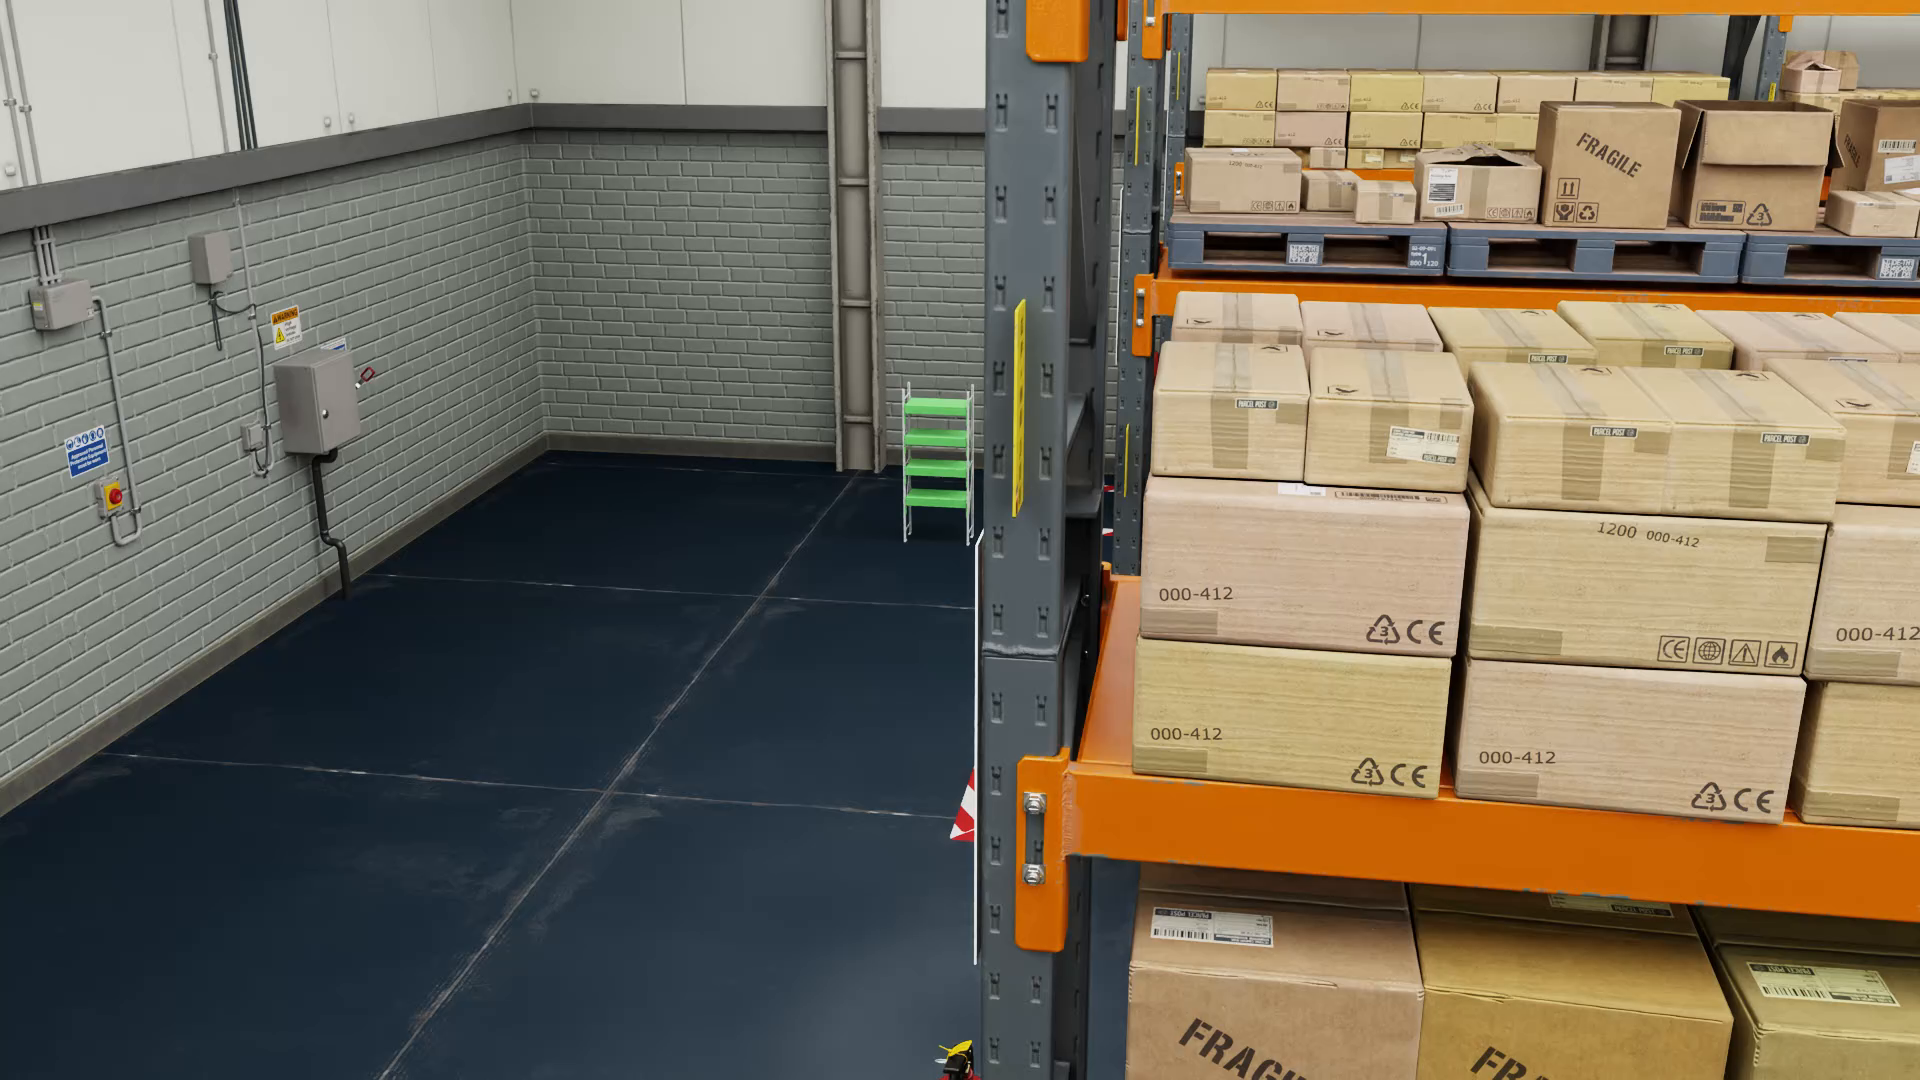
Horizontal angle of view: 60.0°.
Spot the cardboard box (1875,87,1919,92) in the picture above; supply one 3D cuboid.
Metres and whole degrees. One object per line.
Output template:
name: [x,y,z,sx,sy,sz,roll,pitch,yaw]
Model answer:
cardboard box: [6.673,-3.127,11.802,0.250,0.149,0.380,3,19,10]

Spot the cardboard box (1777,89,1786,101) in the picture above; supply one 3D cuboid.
cardboard box: [5.911,-3.159,11.897,0.250,0.149,0.380,3,19,8]

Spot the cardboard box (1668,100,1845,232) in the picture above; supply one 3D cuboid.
cardboard box: [3.476,-1.667,7.349,0.637,0.503,0.797,4,19,13]

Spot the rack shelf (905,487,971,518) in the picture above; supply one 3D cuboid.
rack shelf: [-0.163,-0.289,12.734,0.480,0.148,0.258,3,19,9]

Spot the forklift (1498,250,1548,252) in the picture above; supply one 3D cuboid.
forklift: [3.459,-0.758,10.448,3.031,2.935,1.130,2,19,7]

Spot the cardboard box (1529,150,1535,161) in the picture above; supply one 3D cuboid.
cardboard box: [4.188,-2.741,11.938,0.250,0.149,0.380,4,19,11]

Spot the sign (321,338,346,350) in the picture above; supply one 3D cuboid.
sign: [-4.357,-1.140,11.632,0.001,0.494,0.329,3,19,9]

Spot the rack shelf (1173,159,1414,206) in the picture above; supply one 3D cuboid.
rack shelf: [3.622,-2.628,12.338,4.000,0.370,1.077,3,19,9]

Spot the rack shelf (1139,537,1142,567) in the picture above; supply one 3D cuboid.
rack shelf: [2.838,0.349,8.166,4.000,0.370,1.077,3,19,9]

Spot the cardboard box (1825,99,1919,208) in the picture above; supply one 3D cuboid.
cardboard box: [4.265,-1.703,7.462,0.500,0.500,0.500,3,19,10]

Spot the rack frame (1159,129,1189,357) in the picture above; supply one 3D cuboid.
rack frame: [1.647,-1.648,13.001,0.127,3.000,1.000,3,19,9]

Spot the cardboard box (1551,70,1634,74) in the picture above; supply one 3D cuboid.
cardboard box: [4.639,-3.311,12.224,0.500,0.250,0.500,2,19,7]

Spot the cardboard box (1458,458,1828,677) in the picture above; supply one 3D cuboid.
cardboard box: [1.086,0.004,2.784,0.500,0.250,0.500,3,19,8]

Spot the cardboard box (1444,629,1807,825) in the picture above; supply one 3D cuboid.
cardboard box: [1.100,0.242,2.860,0.500,0.250,0.500,4,19,10]

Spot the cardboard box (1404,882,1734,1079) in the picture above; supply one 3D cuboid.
cardboard box: [1.078,0.930,3.095,0.500,0.500,0.500,3,19,10]

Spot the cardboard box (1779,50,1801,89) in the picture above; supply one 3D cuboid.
cardboard box: [5.909,-3.340,11.786,0.258,0.266,0.396,3,19,8]

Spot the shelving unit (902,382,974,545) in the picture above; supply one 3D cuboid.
shelving unit: [-0.163,-0.577,12.638,0.503,1.200,0.258,3,19,9]

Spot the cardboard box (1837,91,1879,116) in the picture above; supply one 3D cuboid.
cardboard box: [6.096,-2.994,11.404,0.250,0.149,0.380,3,19,10]

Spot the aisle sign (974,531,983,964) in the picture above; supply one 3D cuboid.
aisle sign: [0.058,0.321,3.020,0.004,0.787,0.394,3,19,9]

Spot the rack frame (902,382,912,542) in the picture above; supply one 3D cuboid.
rack frame: [-0.404,-0.590,12.674,0.015,1.200,0.240,3,19,9]

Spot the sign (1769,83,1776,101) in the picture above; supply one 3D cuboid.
sign: [5.518,-2.944,11.332,0.005,0.325,0.100,3,19,9]

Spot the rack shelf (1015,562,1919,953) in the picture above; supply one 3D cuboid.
rack shelf: [2.153,0.483,3.040,4.000,0.370,1.077,3,19,9]

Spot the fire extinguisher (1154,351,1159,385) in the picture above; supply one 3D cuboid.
fire extinguisher: [1.428,-1.297,12.661,0.183,0.674,0.296,3,19,9]

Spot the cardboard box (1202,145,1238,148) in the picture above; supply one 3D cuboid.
cardboard box: [1.925,-2.862,12.299,0.250,0.149,0.380,3,19,10]

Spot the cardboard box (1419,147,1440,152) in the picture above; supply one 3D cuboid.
cardboard box: [3.423,-2.755,11.977,0.250,0.149,0.380,3,19,9]

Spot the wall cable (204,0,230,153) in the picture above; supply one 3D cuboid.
wall cable: [-4.676,-3.371,8.696,0.029,3.000,2.355,3,19,9]

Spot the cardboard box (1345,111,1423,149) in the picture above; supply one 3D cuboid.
cardboard box: [3.050,-2.983,12.033,0.500,0.250,0.500,2,19,7]

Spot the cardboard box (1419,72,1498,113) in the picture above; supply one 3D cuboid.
cardboard box: [3.548,-3.201,11.896,0.500,0.250,0.500,3,19,10]

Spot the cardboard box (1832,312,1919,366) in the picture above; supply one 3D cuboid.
cardboard box: [1.812,-0.315,3.111,0.250,0.149,0.380,3,19,10]

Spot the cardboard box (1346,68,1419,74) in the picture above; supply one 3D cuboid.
cardboard box: [3.154,-3.393,12.470,0.500,0.250,0.500,3,19,9]

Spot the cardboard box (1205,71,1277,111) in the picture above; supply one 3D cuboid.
cardboard box: [2.045,-3.276,12.120,0.500,0.250,0.500,3,19,8]

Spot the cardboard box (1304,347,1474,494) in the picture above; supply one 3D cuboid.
cardboard box: [0.710,-0.208,2.791,0.250,0.149,0.380,4,19,11]

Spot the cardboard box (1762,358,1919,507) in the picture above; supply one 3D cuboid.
cardboard box: [1.478,-0.179,2.704,0.250,0.149,0.380,3,19,10]

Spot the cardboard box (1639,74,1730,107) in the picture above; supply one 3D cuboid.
cardboard box: [5.060,-3.126,11.671,0.500,0.250,0.500,3,19,9]

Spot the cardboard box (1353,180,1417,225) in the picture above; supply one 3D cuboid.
cardboard box: [1.901,-1.516,7.455,0.250,0.149,0.380,4,19,11]

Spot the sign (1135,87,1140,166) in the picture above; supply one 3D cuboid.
sign: [0.769,-1.794,7.207,0.005,0.325,0.100,3,19,9]

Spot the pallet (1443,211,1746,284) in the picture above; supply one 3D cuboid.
pallet: [2.806,-1.378,7.608,1.213,0.211,1.003,3,19,9]

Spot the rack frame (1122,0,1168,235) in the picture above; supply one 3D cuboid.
rack frame: [0.863,-2.938,7.401,0.127,3.000,1.000,3,19,9]

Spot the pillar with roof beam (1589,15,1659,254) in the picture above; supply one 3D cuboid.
pillar with roof beam: [4.369,-3.260,8.365,0.400,9.000,9.100,3,19,9]

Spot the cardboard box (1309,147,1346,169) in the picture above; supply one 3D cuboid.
cardboard box: [2.668,-2.794,12.096,0.250,0.149,0.380,3,19,10]

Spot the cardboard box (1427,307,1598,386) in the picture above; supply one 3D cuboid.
cardboard box: [1.034,-0.334,3.166,0.250,0.149,0.380,2,19,7]
